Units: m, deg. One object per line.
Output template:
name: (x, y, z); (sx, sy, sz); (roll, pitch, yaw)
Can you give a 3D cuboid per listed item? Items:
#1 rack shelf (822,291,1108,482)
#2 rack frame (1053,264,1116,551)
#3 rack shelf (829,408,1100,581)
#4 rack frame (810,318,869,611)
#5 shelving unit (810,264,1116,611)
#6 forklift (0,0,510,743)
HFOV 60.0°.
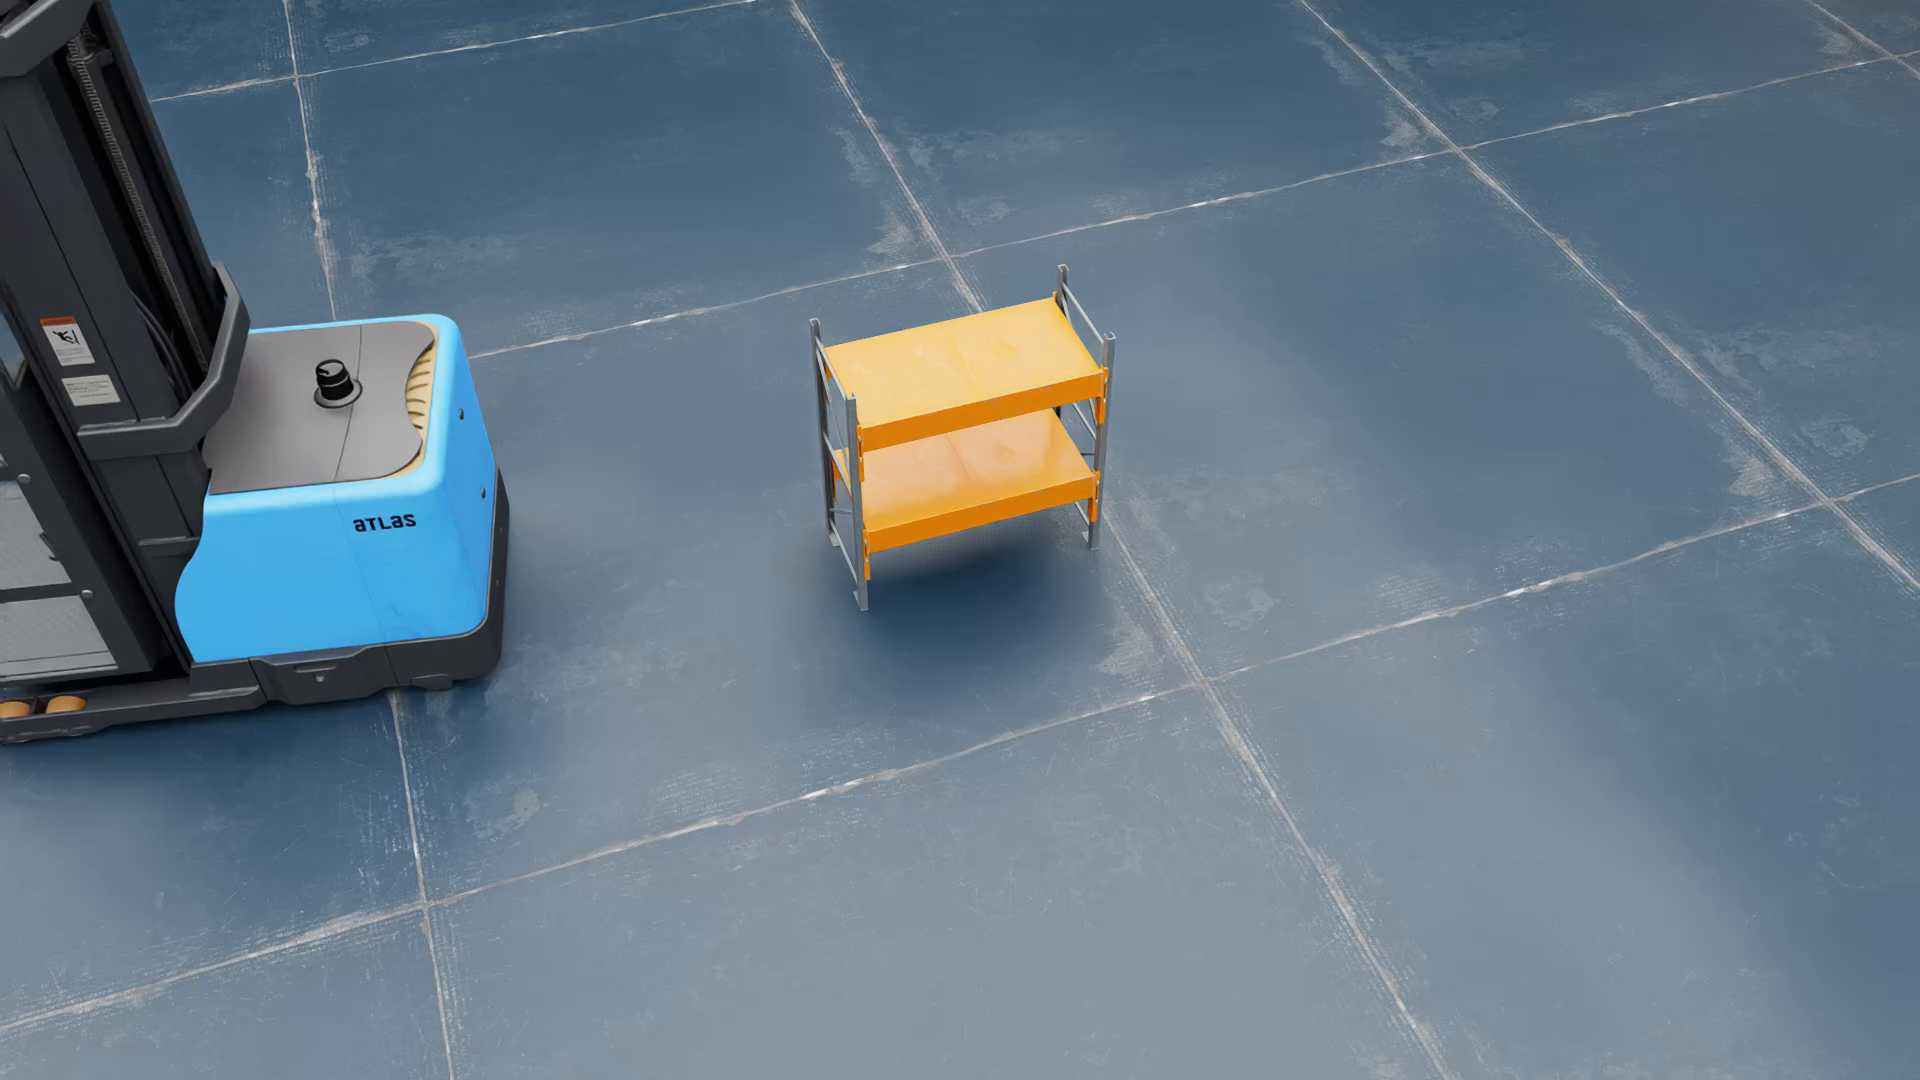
rack shelf: (0.006, -0.605, 6.455); (1.000, 0.278, 0.538); (-14, 47, -14)
rack frame: (0.485, -0.521, 6.784); (0.032, 1.125, 0.500); (-14, 47, -14)
rack shelf: (0.006, -0.226, 6.836); (1.000, 0.278, 0.538); (-14, 47, -14)
rack frame: (-0.472, -0.276, 6.541); (0.032, 1.125, 0.500); (-14, 47, -14)
shelving unit: (0.006, -0.399, 6.663); (1.048, 1.125, 0.538); (-14, 47, -14)
forklift: (-3.358, -0.670, 5.658); (3.031, 2.935, 1.130); (-6, 45, -6)
